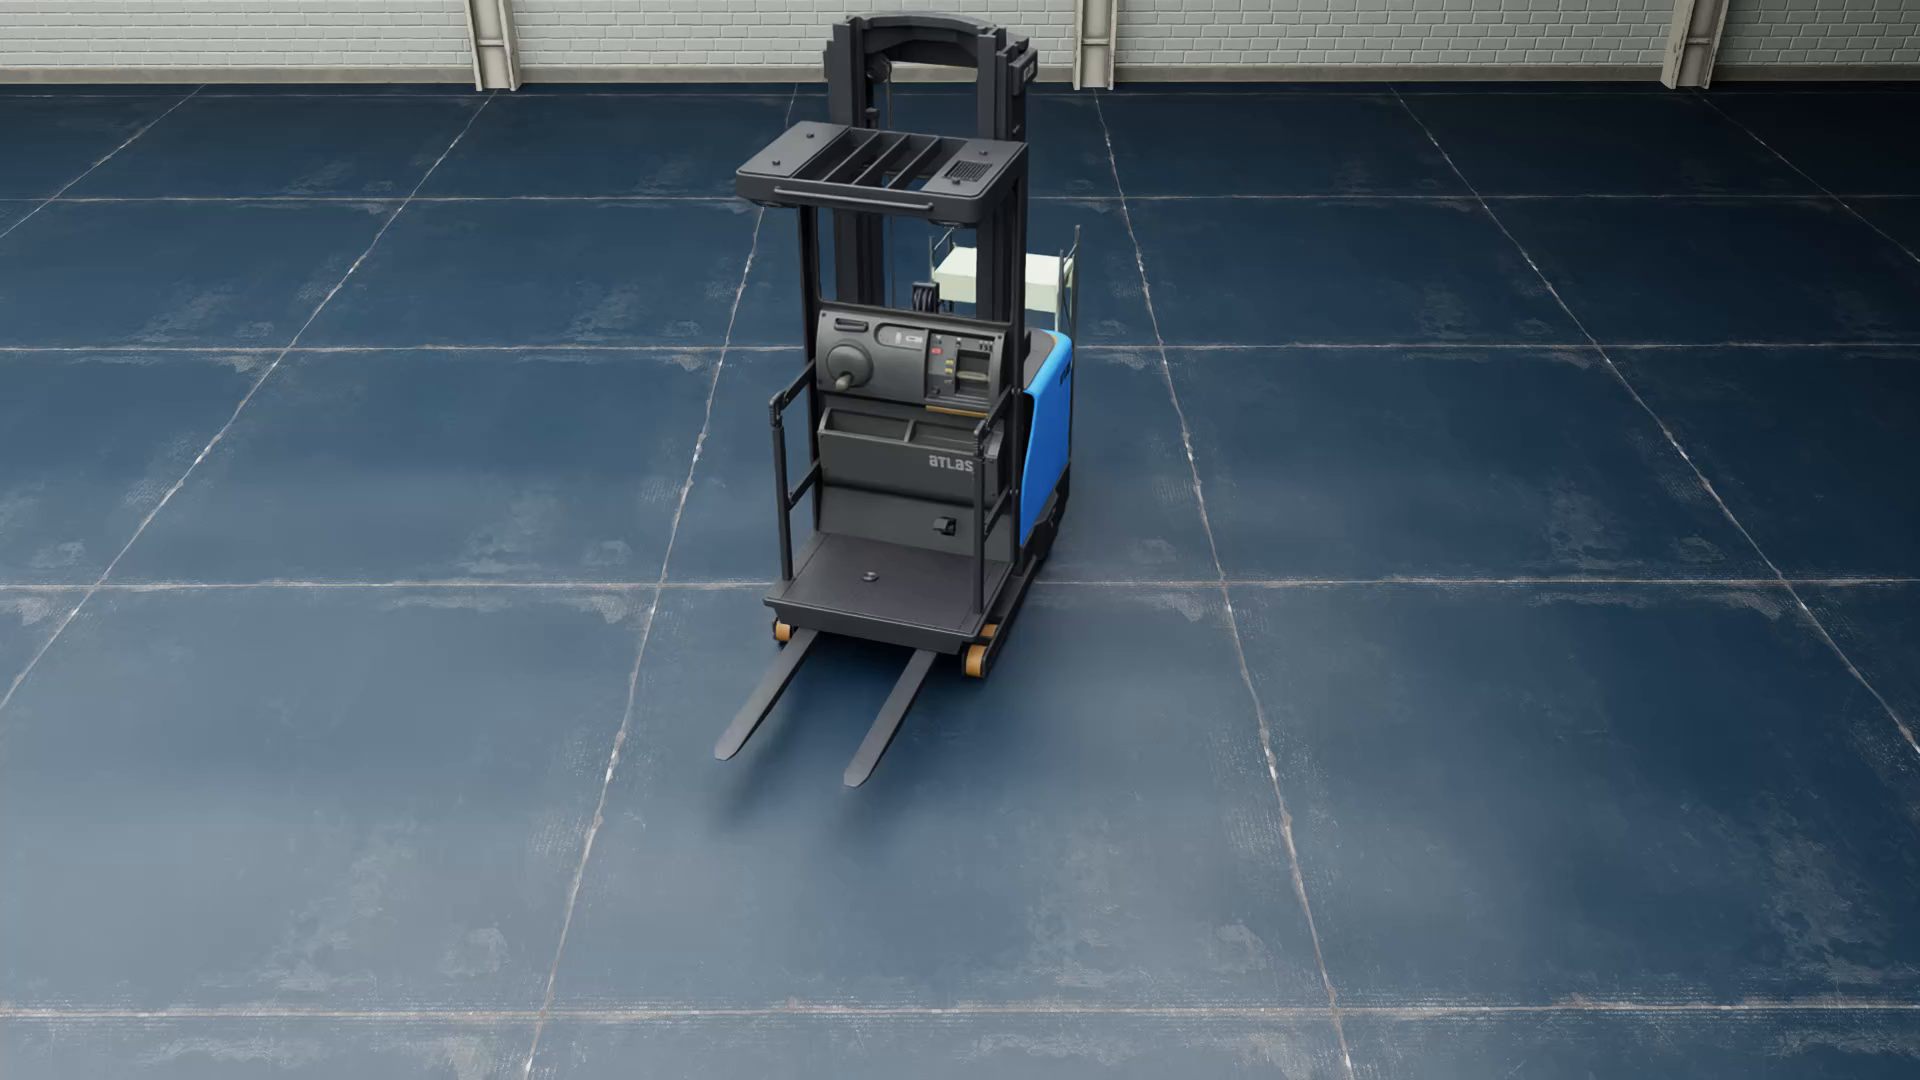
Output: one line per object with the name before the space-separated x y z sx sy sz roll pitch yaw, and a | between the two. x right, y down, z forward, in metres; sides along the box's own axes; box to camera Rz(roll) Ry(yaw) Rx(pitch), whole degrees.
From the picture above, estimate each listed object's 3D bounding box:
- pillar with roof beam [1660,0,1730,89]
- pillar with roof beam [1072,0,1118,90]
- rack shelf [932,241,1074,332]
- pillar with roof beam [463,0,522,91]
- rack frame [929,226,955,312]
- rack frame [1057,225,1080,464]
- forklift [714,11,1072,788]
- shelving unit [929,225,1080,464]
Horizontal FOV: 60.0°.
pillar with roof beam | 7.372 -6.239 10.858 0.400 9.000 9.100 0 31 0
pillar with roof beam | 1.372 -6.220 10.827 0.400 9.000 9.100 0 31 0
rack shelf | 0.251 -1.396 9.352 0.720 0.370 0.431 9 32 14
pillar with roof beam | -4.627 -6.202 10.796 0.400 9.000 9.100 0 31 0
rack frame | -0.100 -1.117 9.645 0.023 1.500 0.400 9 32 14
rack frame | 0.601 -1.007 9.464 0.023 1.500 0.400 9 32 14
forklift | -0.304 -0.810 7.760 1.130 2.935 3.031 9 32 15
shelving unit | 0.251 -1.062 9.555 0.755 1.500 0.431 9 32 14
